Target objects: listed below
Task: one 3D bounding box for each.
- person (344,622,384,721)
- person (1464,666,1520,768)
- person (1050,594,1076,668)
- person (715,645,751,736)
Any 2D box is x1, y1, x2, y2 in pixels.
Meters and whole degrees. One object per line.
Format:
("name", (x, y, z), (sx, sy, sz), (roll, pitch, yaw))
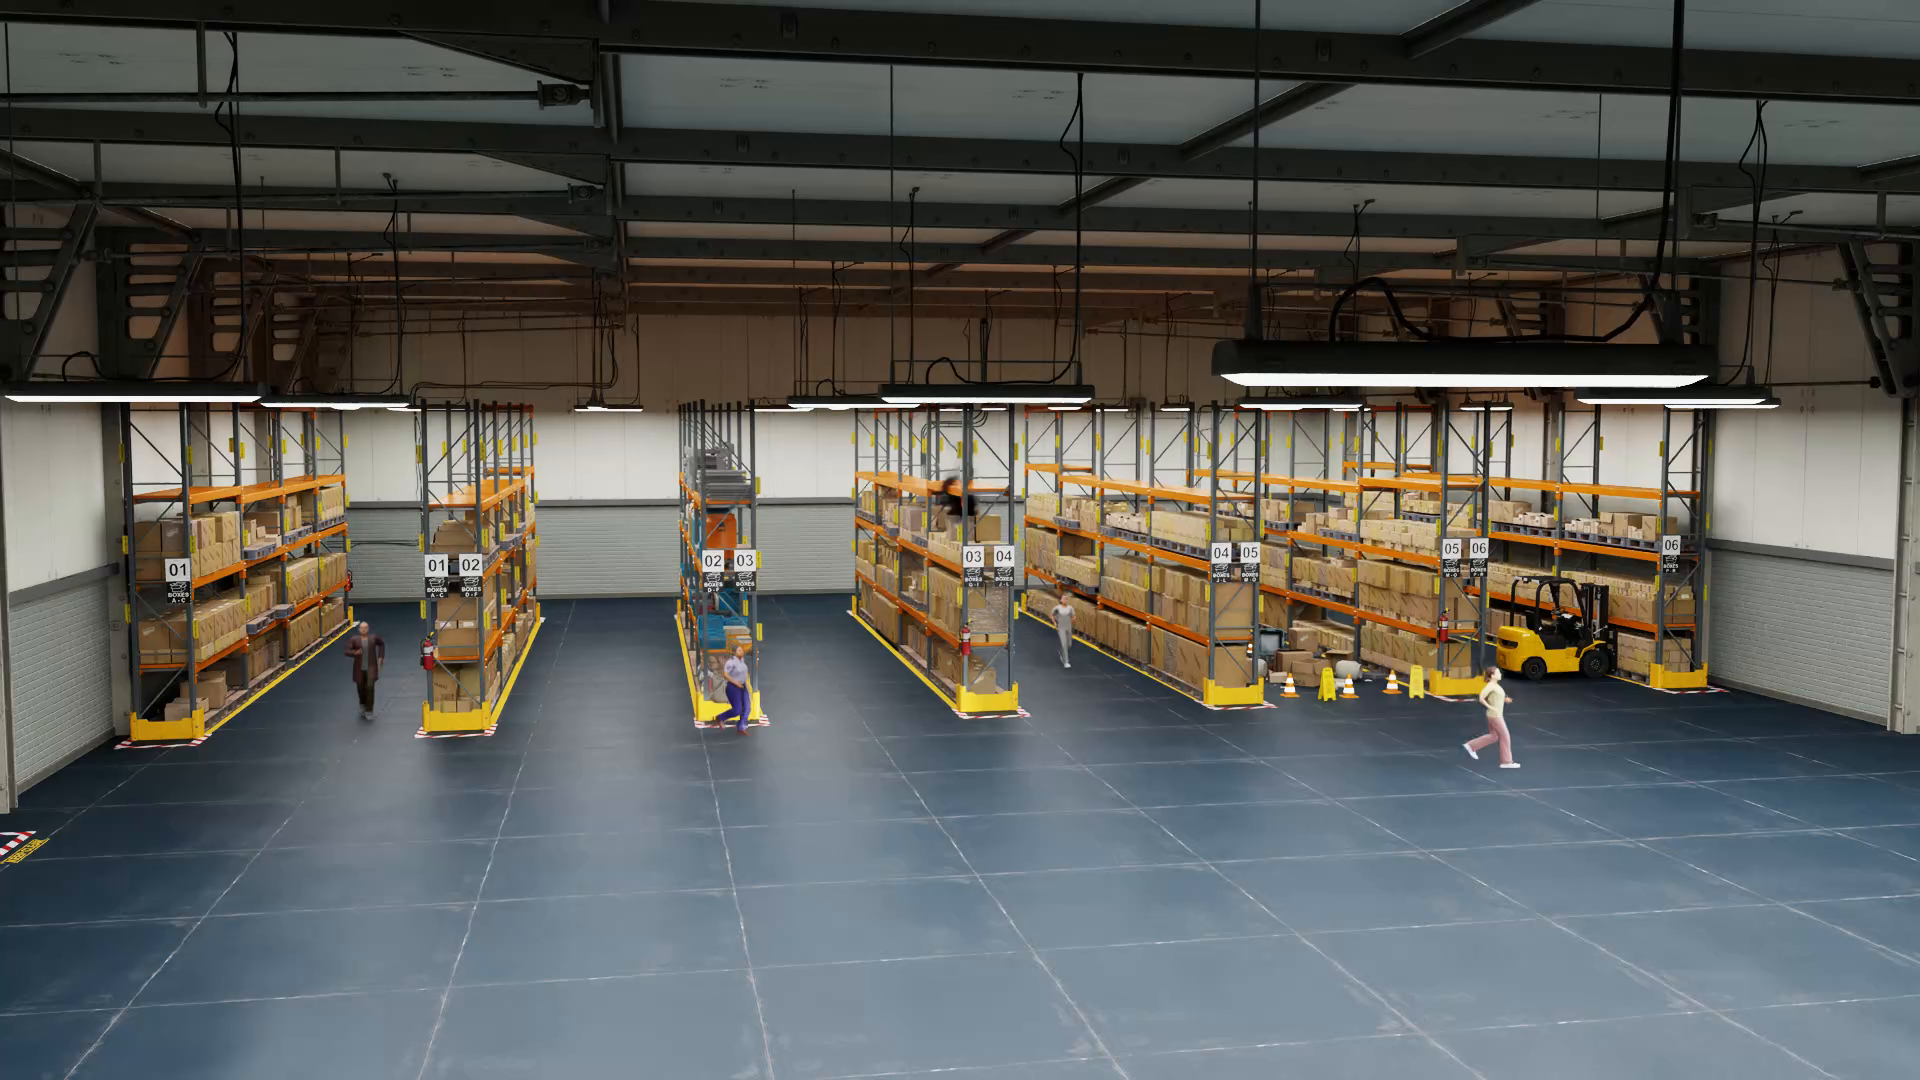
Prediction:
("person", (-11.246, 2.446, 31.399), (0.702, 1.823, 0.968), (-1, 5, -17))
("person", (8.638, 2.857, 26.964), (0.895, 1.643, 0.588), (2, 5, 23))
("person", (2.358, 2.037, 37.790), (0.575, 1.645, 0.914), (-1, 4, -15))
("person", (-4.044, 2.689, 29.728), (0.653, 1.649, 0.622), (2, 5, 23))
